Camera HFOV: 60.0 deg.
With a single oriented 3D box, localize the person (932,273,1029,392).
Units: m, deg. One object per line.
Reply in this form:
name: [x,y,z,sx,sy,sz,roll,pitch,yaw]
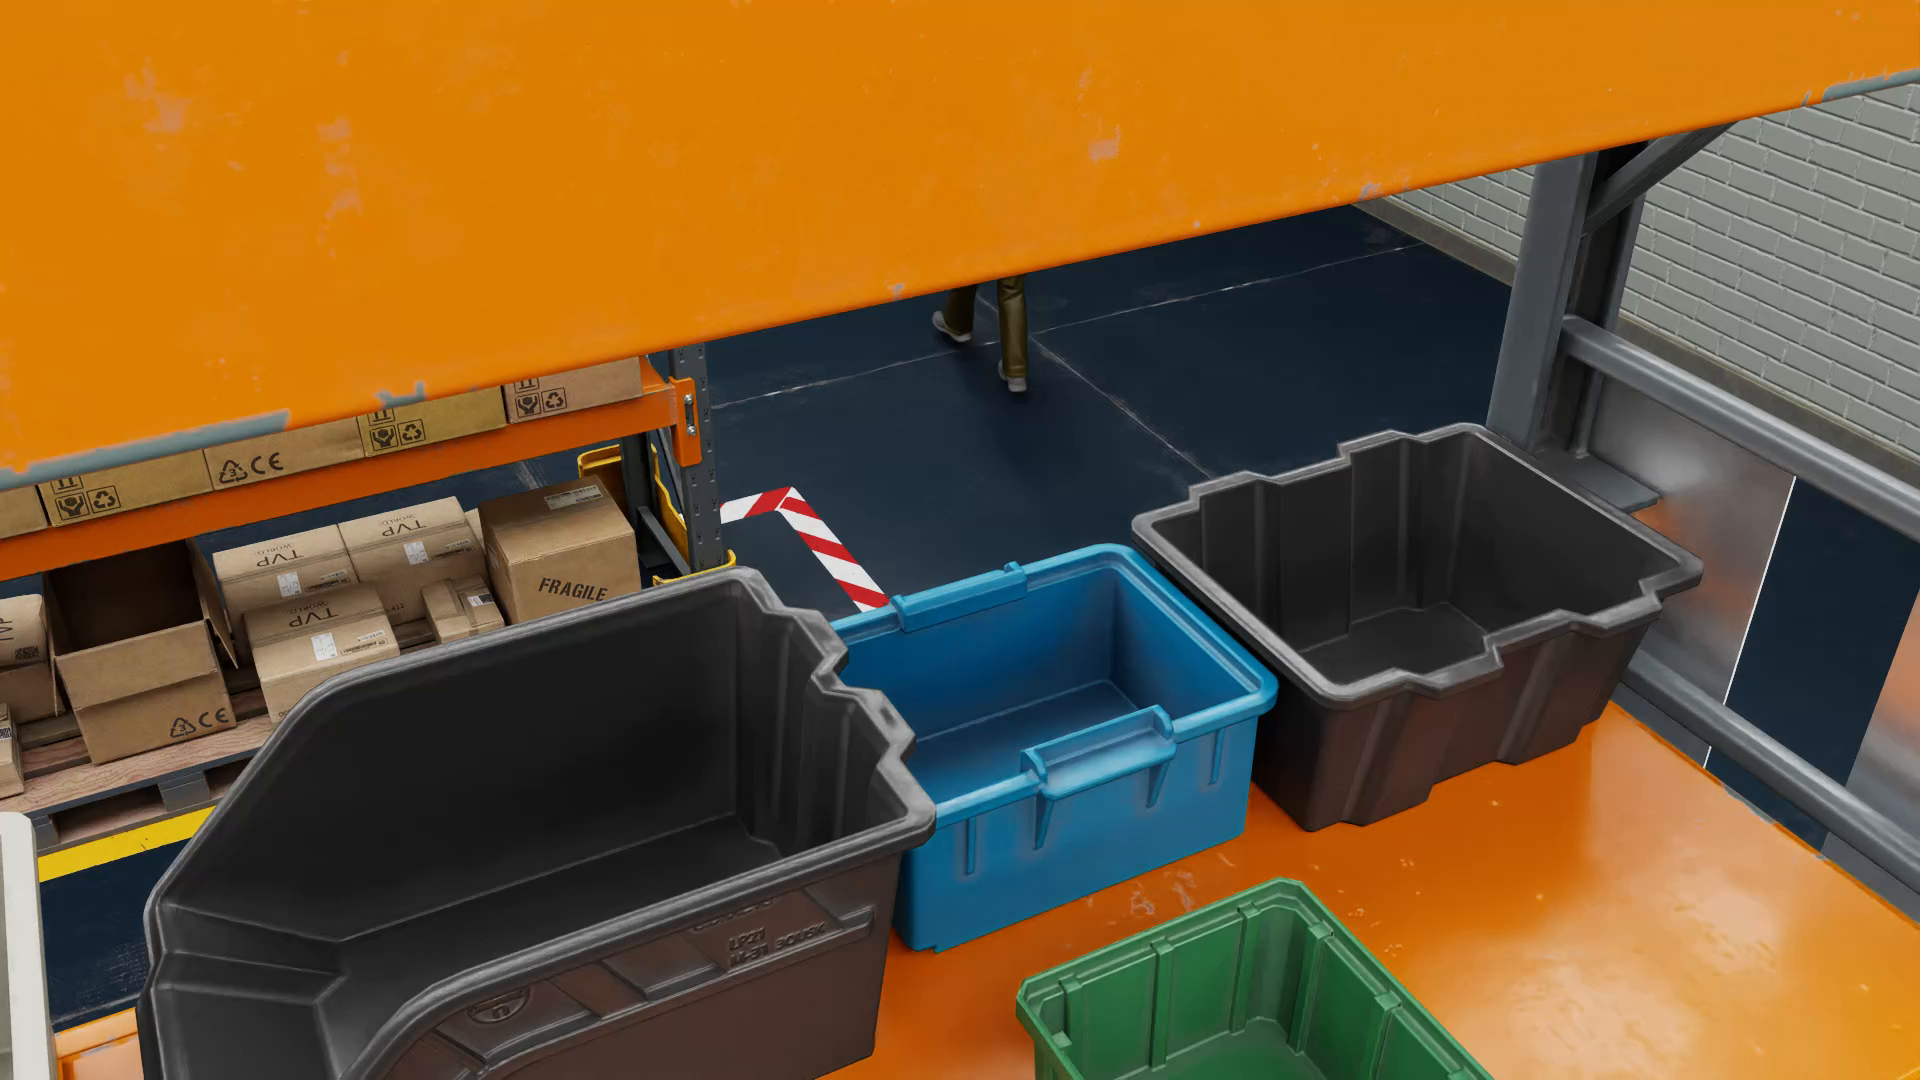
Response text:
person: [0.147,-1.747,8.874,0.628,1.708,1.062,-6,33,-9]
